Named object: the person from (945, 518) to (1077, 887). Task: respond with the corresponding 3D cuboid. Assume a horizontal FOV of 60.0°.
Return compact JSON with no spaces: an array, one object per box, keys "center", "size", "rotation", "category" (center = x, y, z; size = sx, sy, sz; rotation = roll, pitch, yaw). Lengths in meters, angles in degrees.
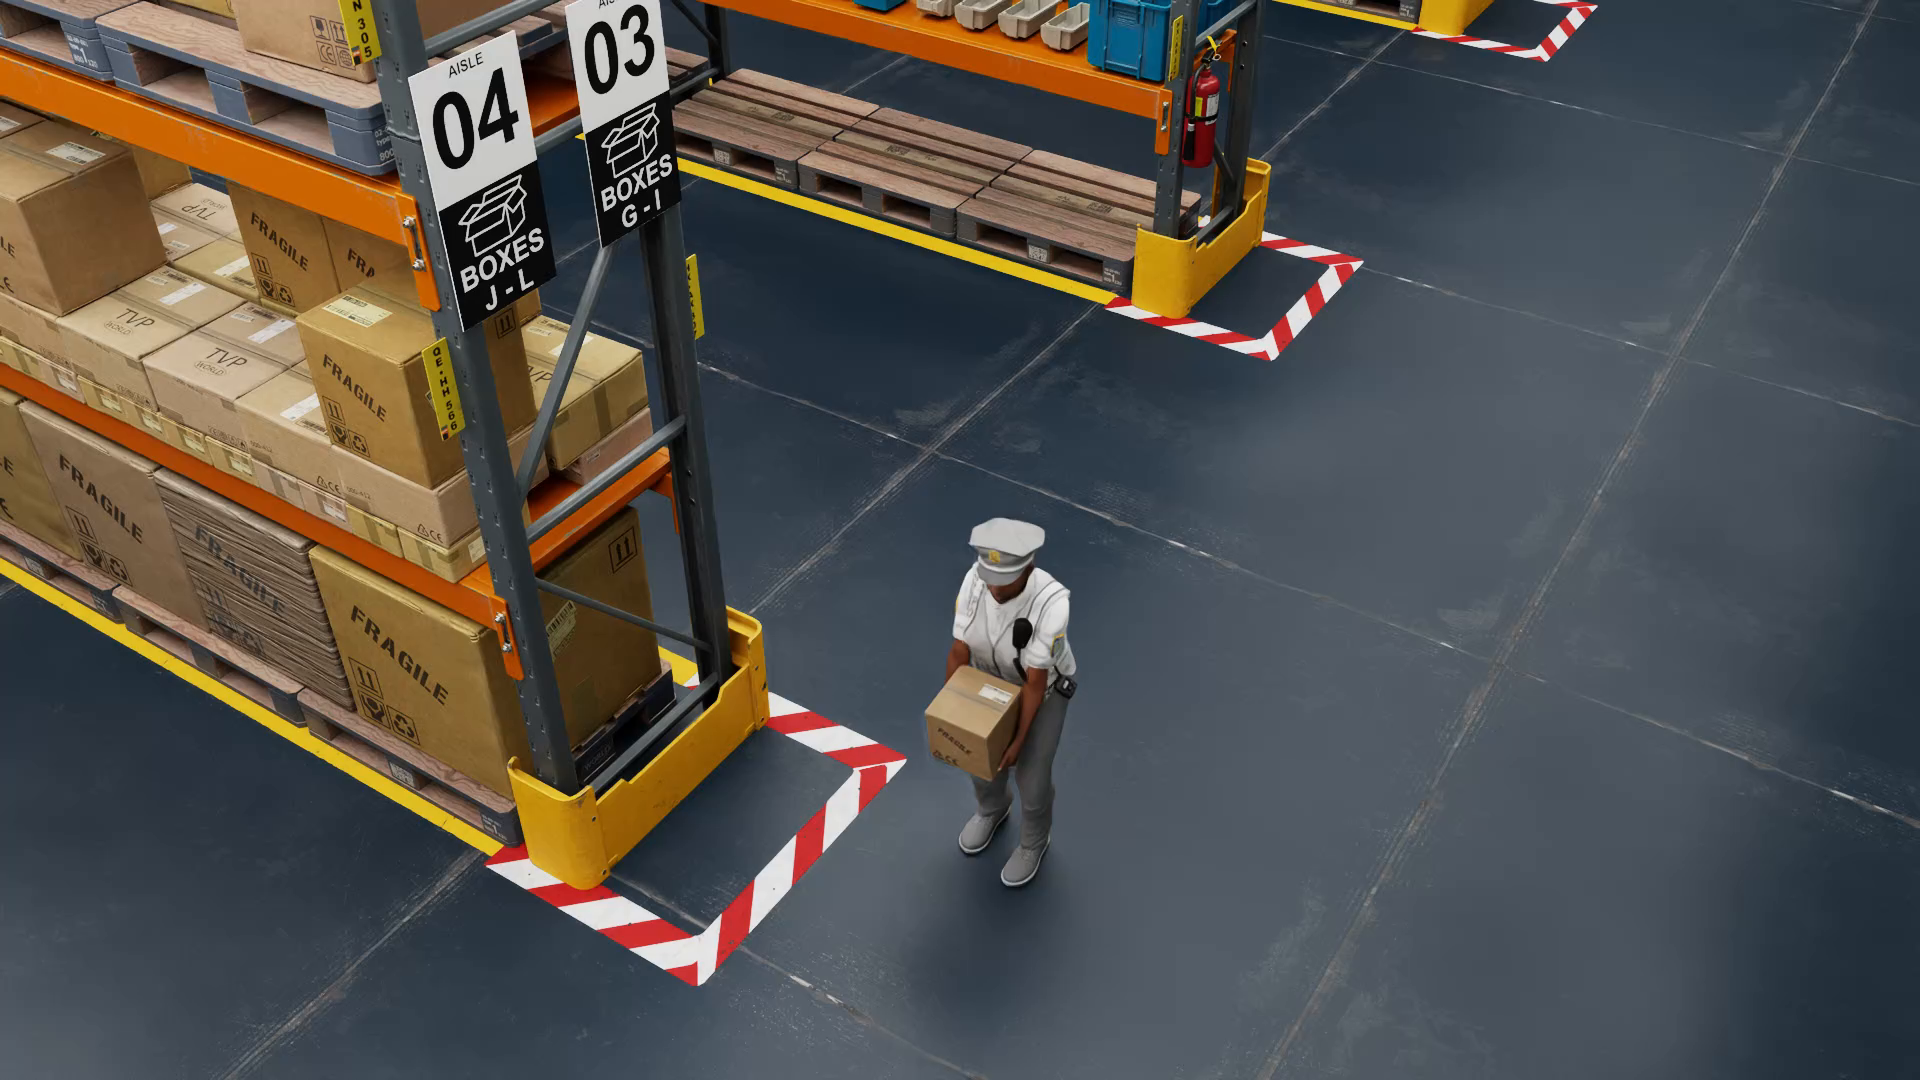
[{"center":[0.172,0.583,5.972],"size":[0.416,1.646,0.554],"rotation":[21,43,24],"category":"person"}]
